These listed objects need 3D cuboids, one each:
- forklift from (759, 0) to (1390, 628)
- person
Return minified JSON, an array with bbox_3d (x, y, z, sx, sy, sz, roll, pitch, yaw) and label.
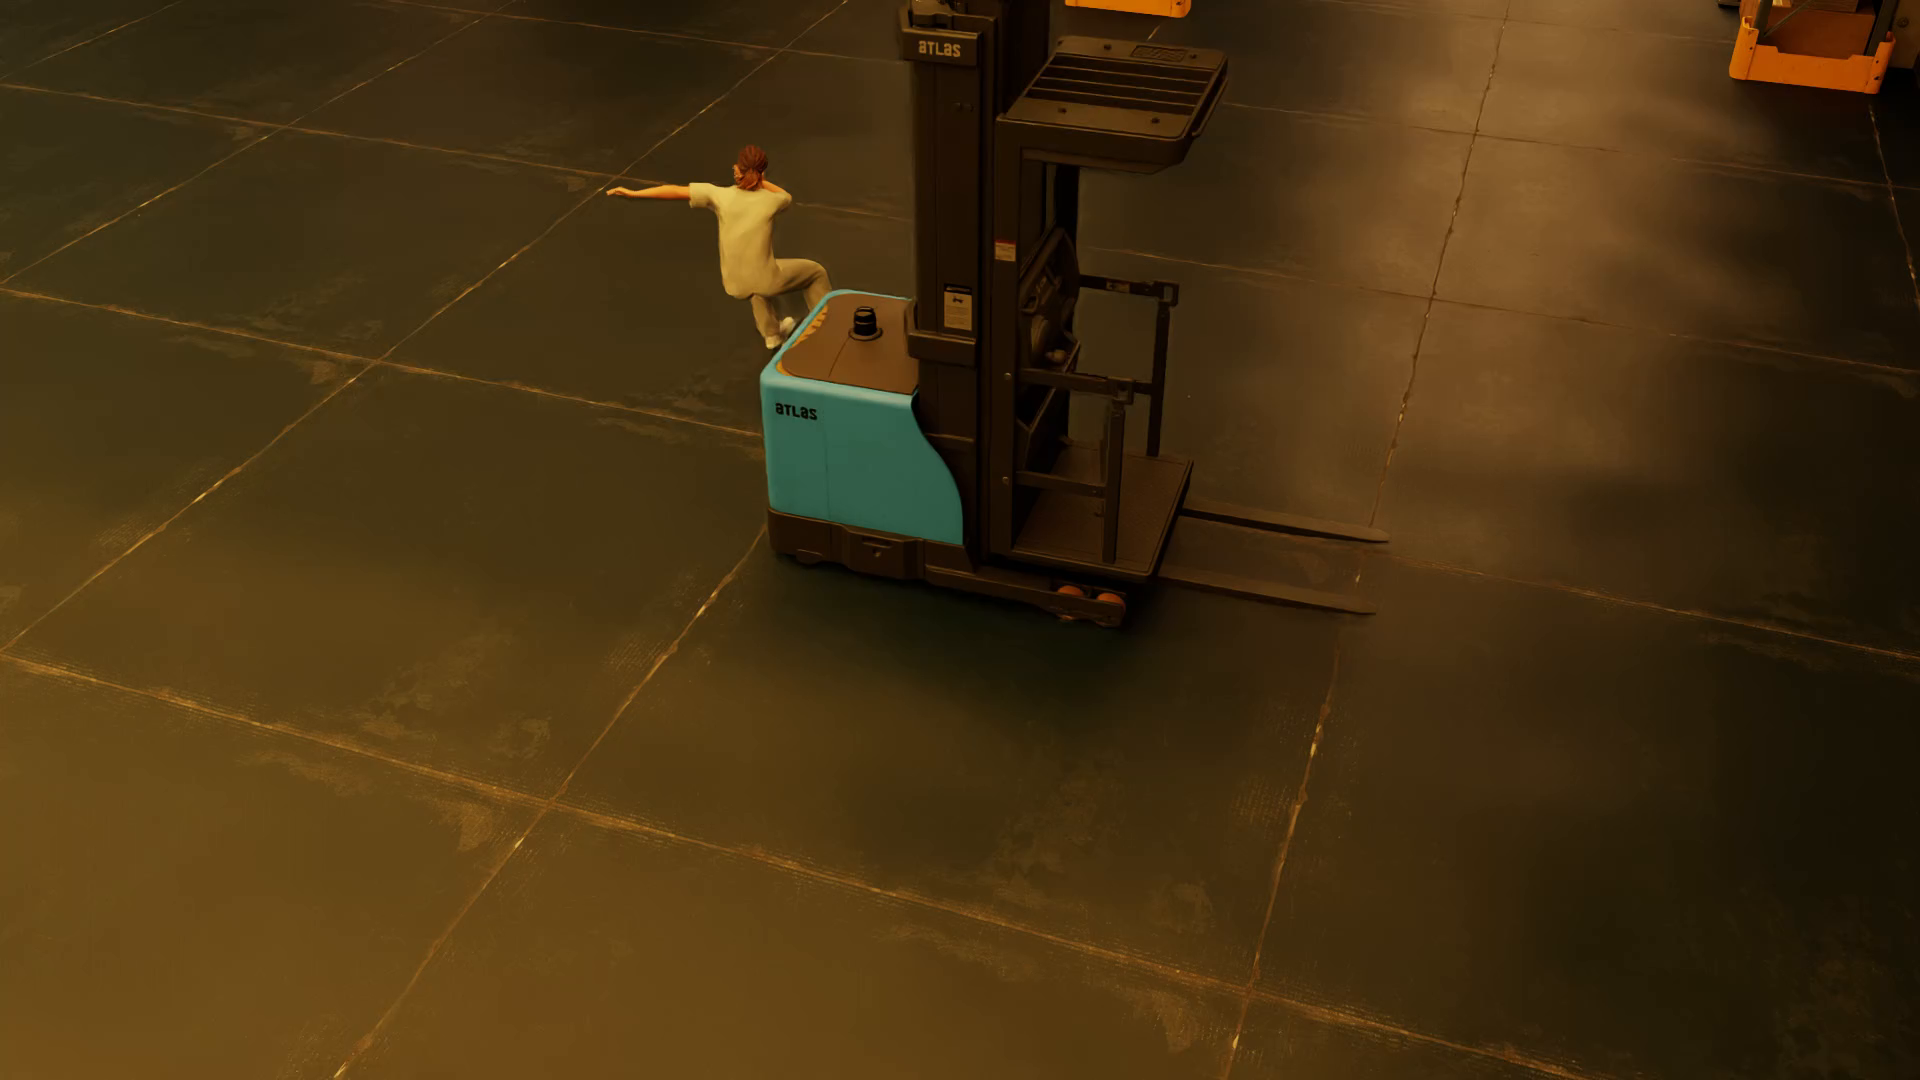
[{"bbox_3d":[0.599,-1.117,7.686,3.031,2.935,1.130,10,37,14],"label":"forklift"},{"bbox_3d":[-1.322,-1.679,9.863,1.379,1.367,0.659,-1,35,-1],"label":"person"}]
